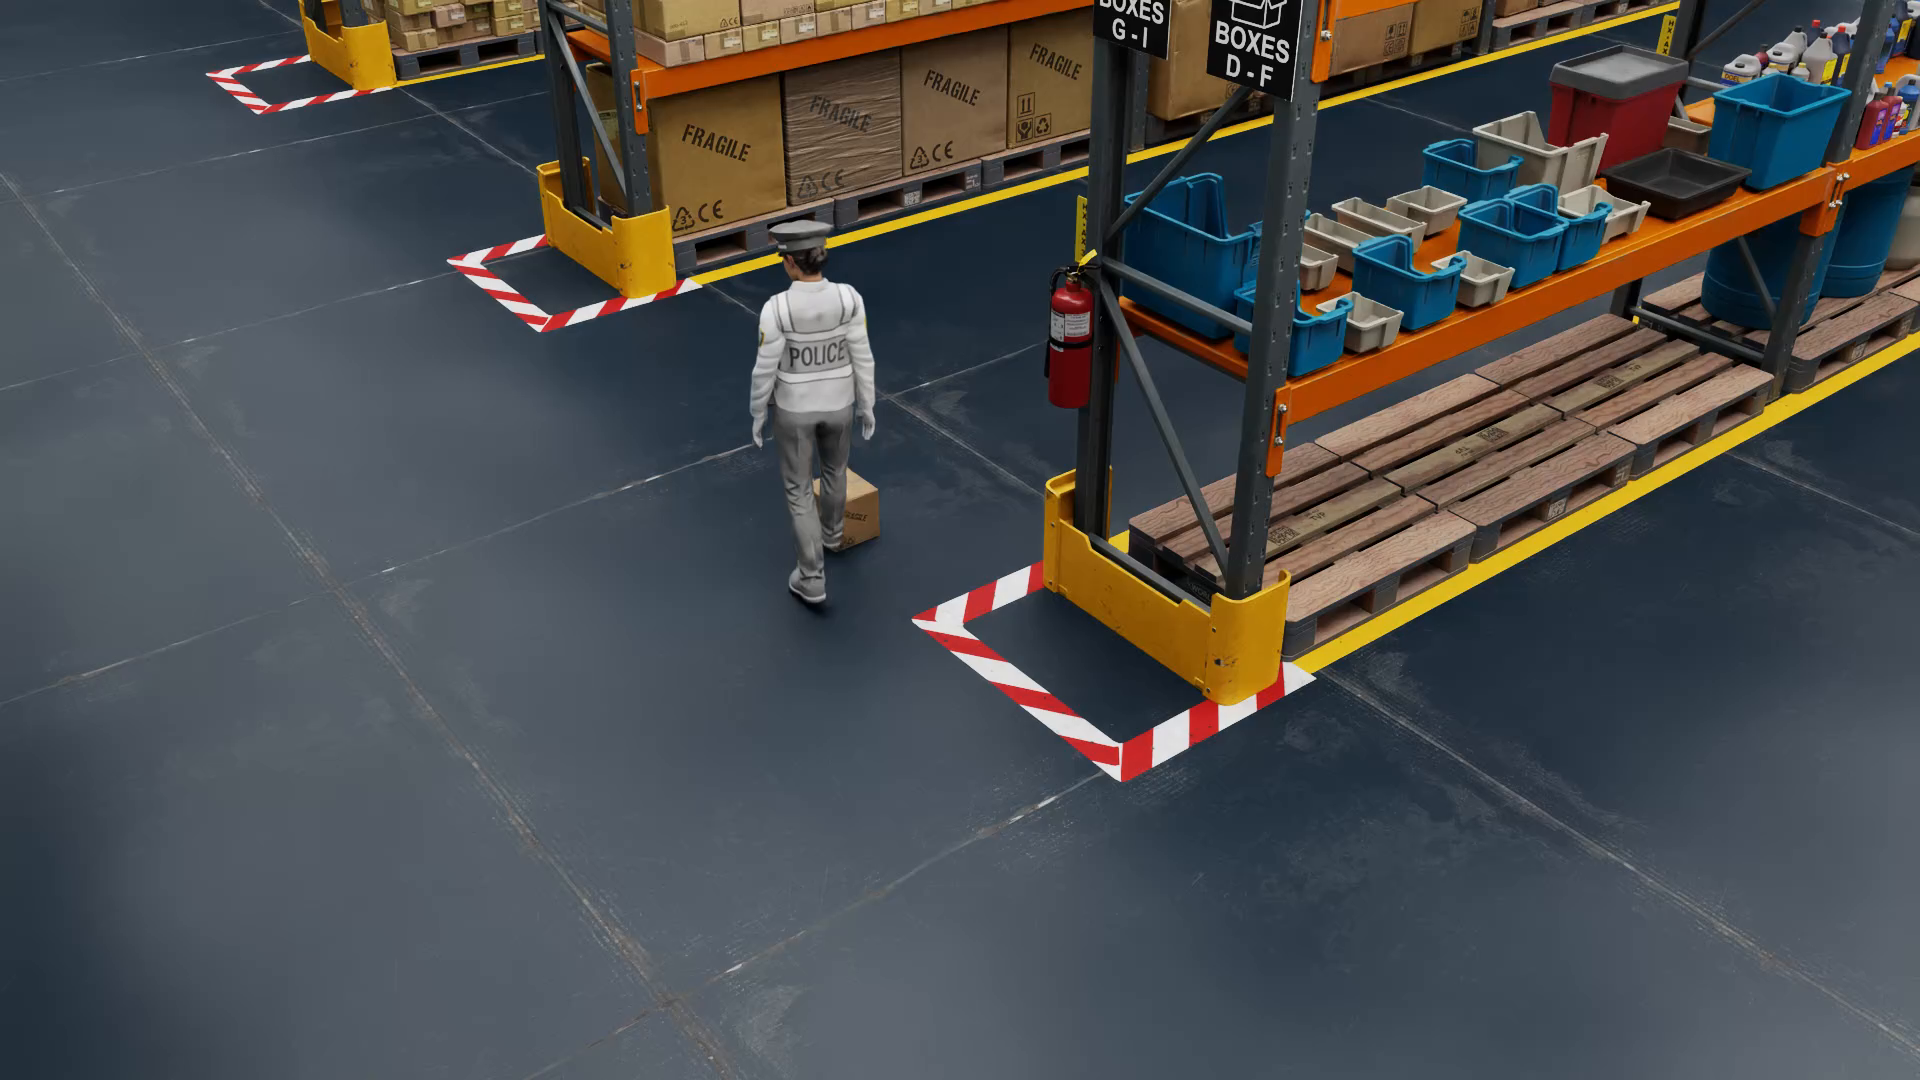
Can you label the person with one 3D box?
[{"bbox_3d":[-0.647,-0.588,7.038,0.524,1.641,0.732,-11,34,-16],"label":"person"}]
